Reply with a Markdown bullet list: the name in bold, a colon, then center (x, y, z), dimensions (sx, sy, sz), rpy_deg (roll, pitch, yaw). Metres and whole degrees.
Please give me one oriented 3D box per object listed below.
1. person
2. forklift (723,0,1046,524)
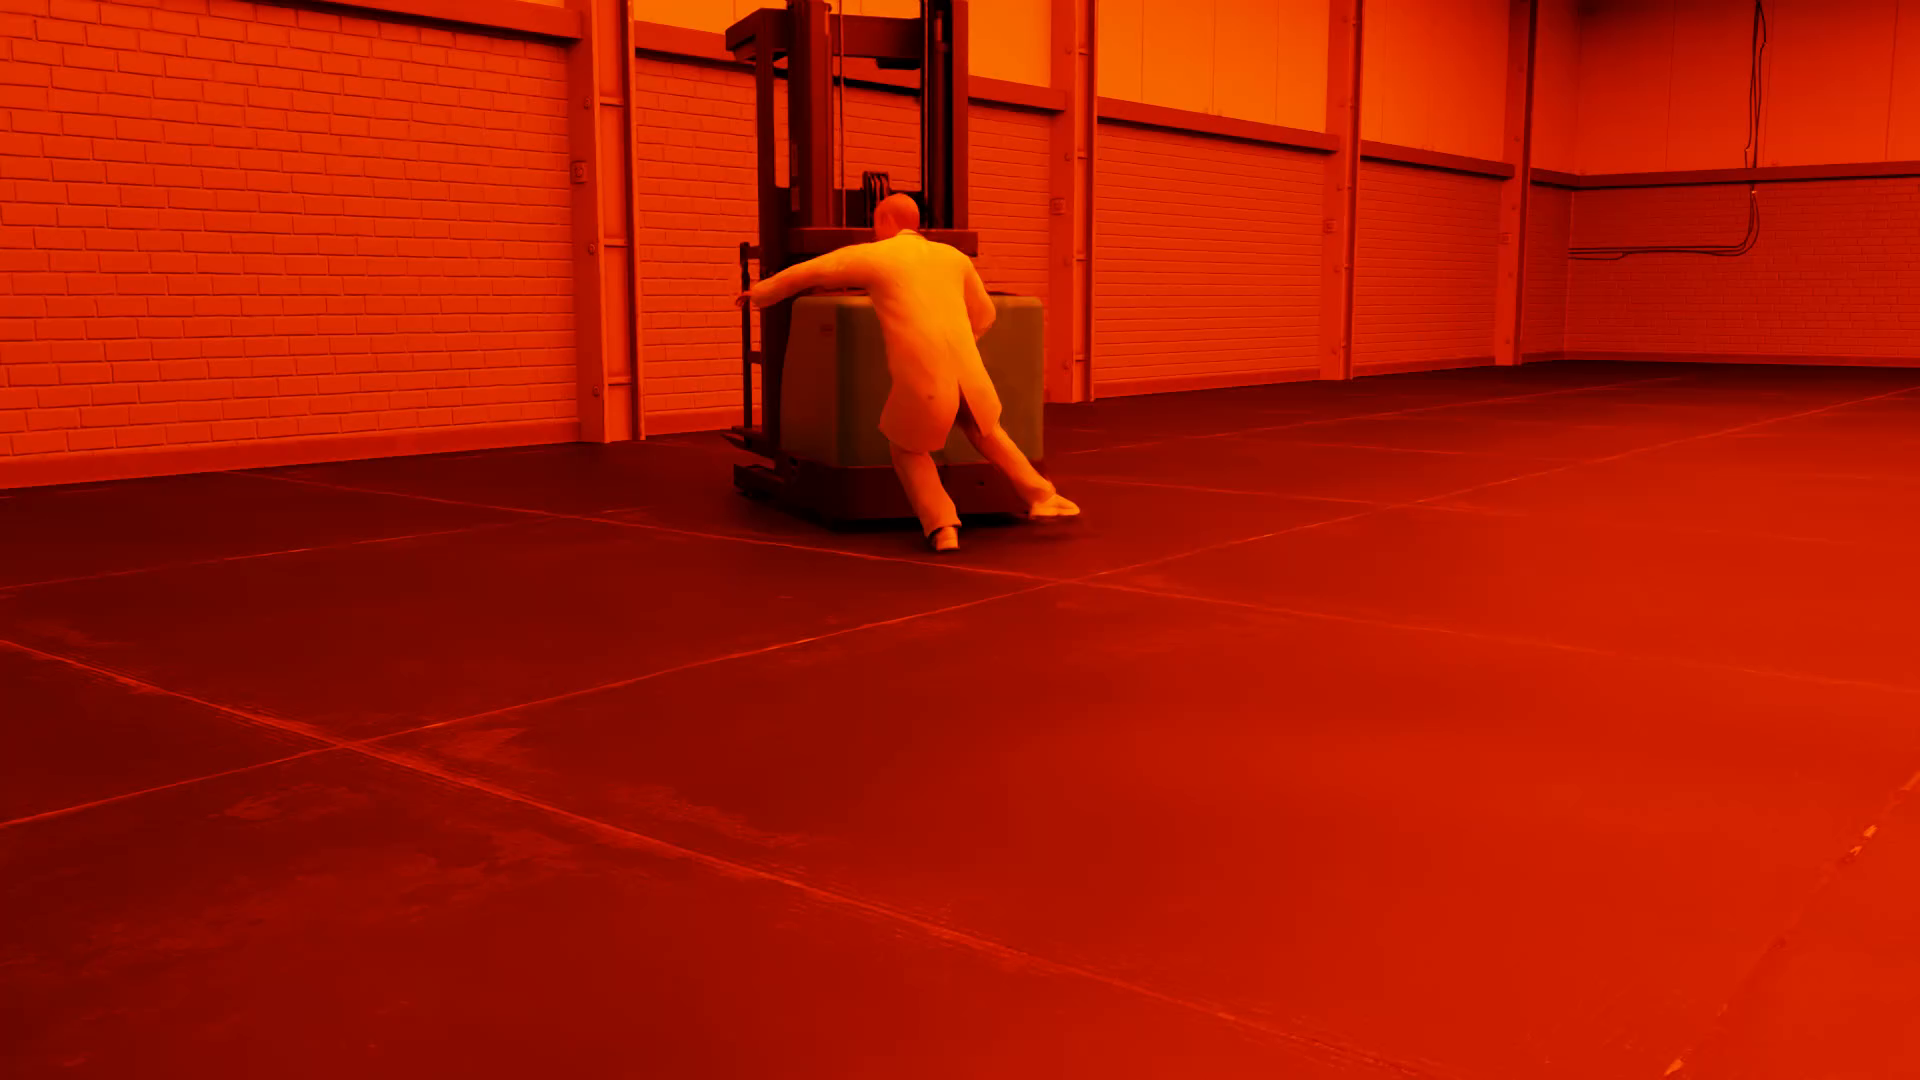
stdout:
- **person**: center (-0.137, -0.728, 7.258), dimensions (1.490, 1.526, 0.861), rpy_deg (-5, 10, -30)
- **forklift**: center (-0.602, -1.698, 8.884), dimensions (1.130, 2.935, 3.031), rpy_deg (-3, 9, -21)
